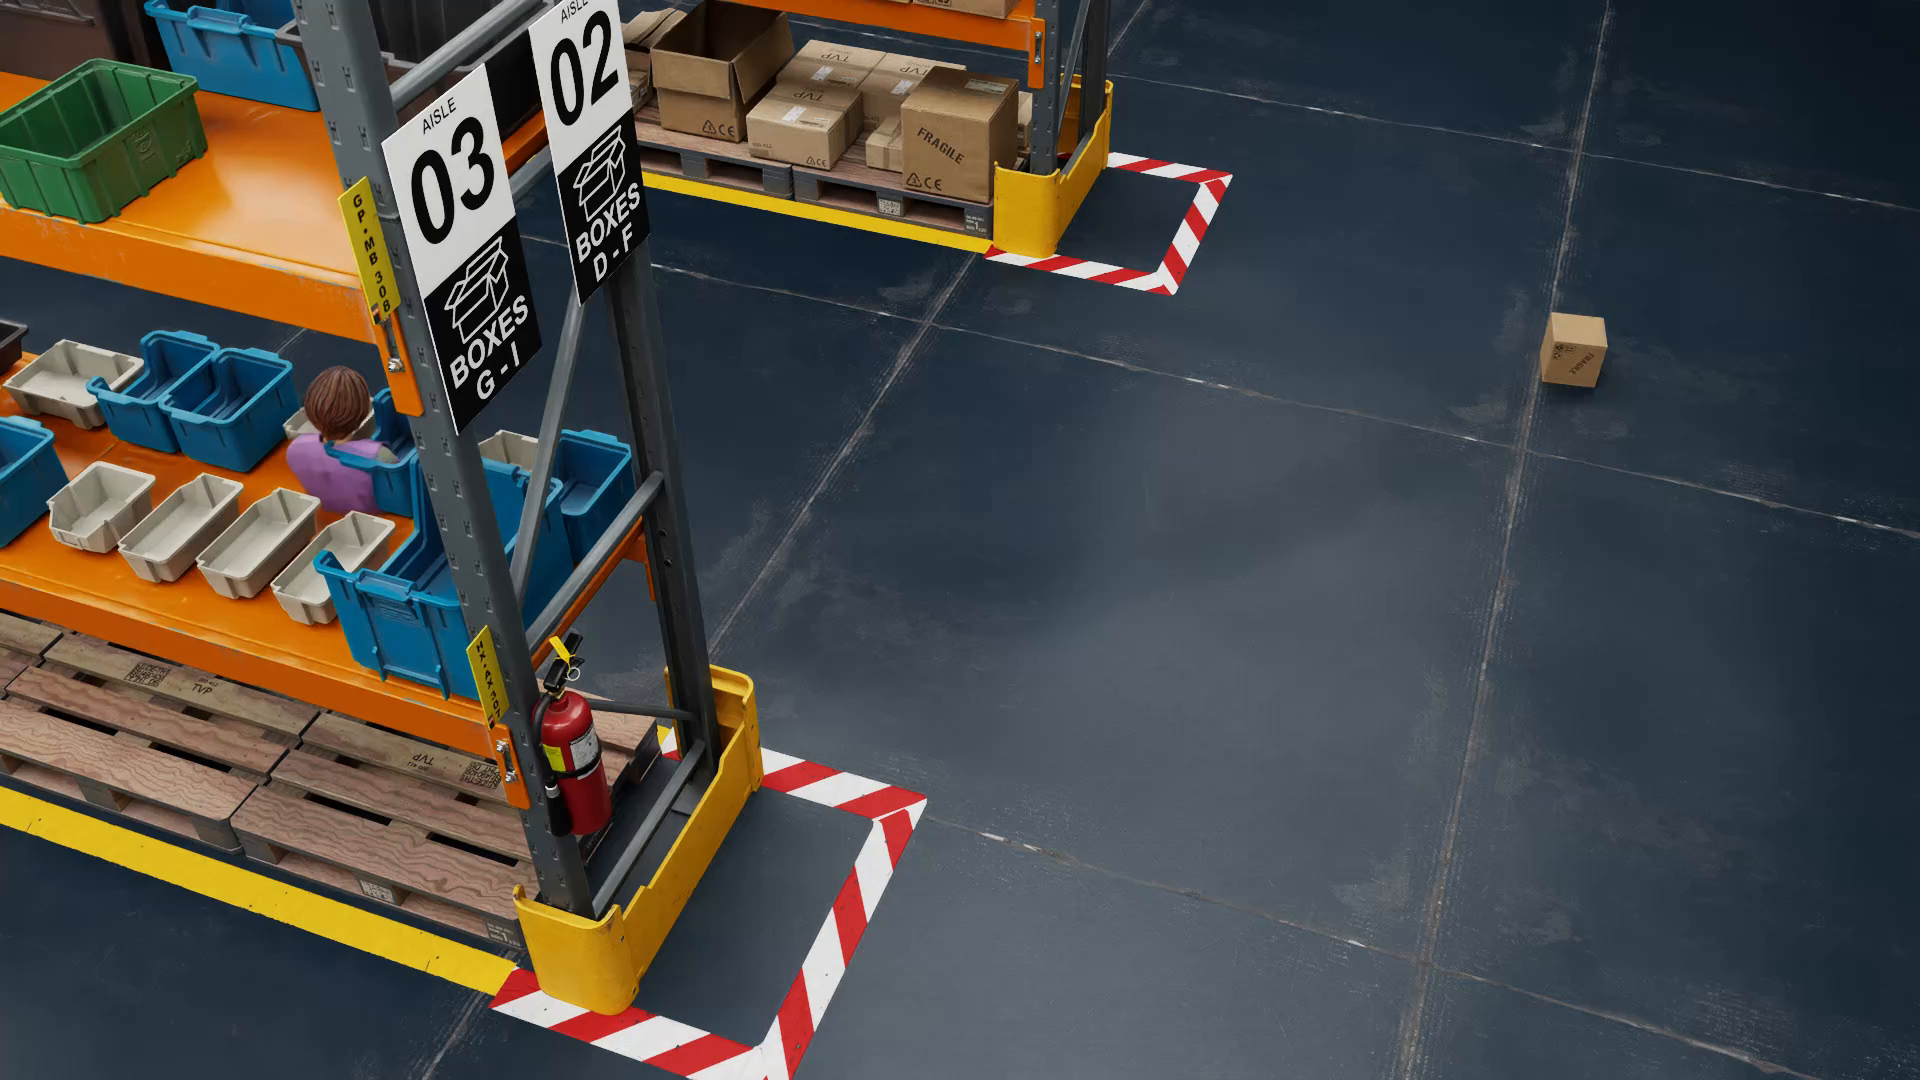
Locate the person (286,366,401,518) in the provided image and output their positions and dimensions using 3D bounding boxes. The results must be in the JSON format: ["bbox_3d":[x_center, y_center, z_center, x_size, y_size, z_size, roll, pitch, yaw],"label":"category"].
[{"bbox_3d":[-2.012,0.041,5.845,0.430,1.561,0.407,11,43,12],"label":"person"}]
